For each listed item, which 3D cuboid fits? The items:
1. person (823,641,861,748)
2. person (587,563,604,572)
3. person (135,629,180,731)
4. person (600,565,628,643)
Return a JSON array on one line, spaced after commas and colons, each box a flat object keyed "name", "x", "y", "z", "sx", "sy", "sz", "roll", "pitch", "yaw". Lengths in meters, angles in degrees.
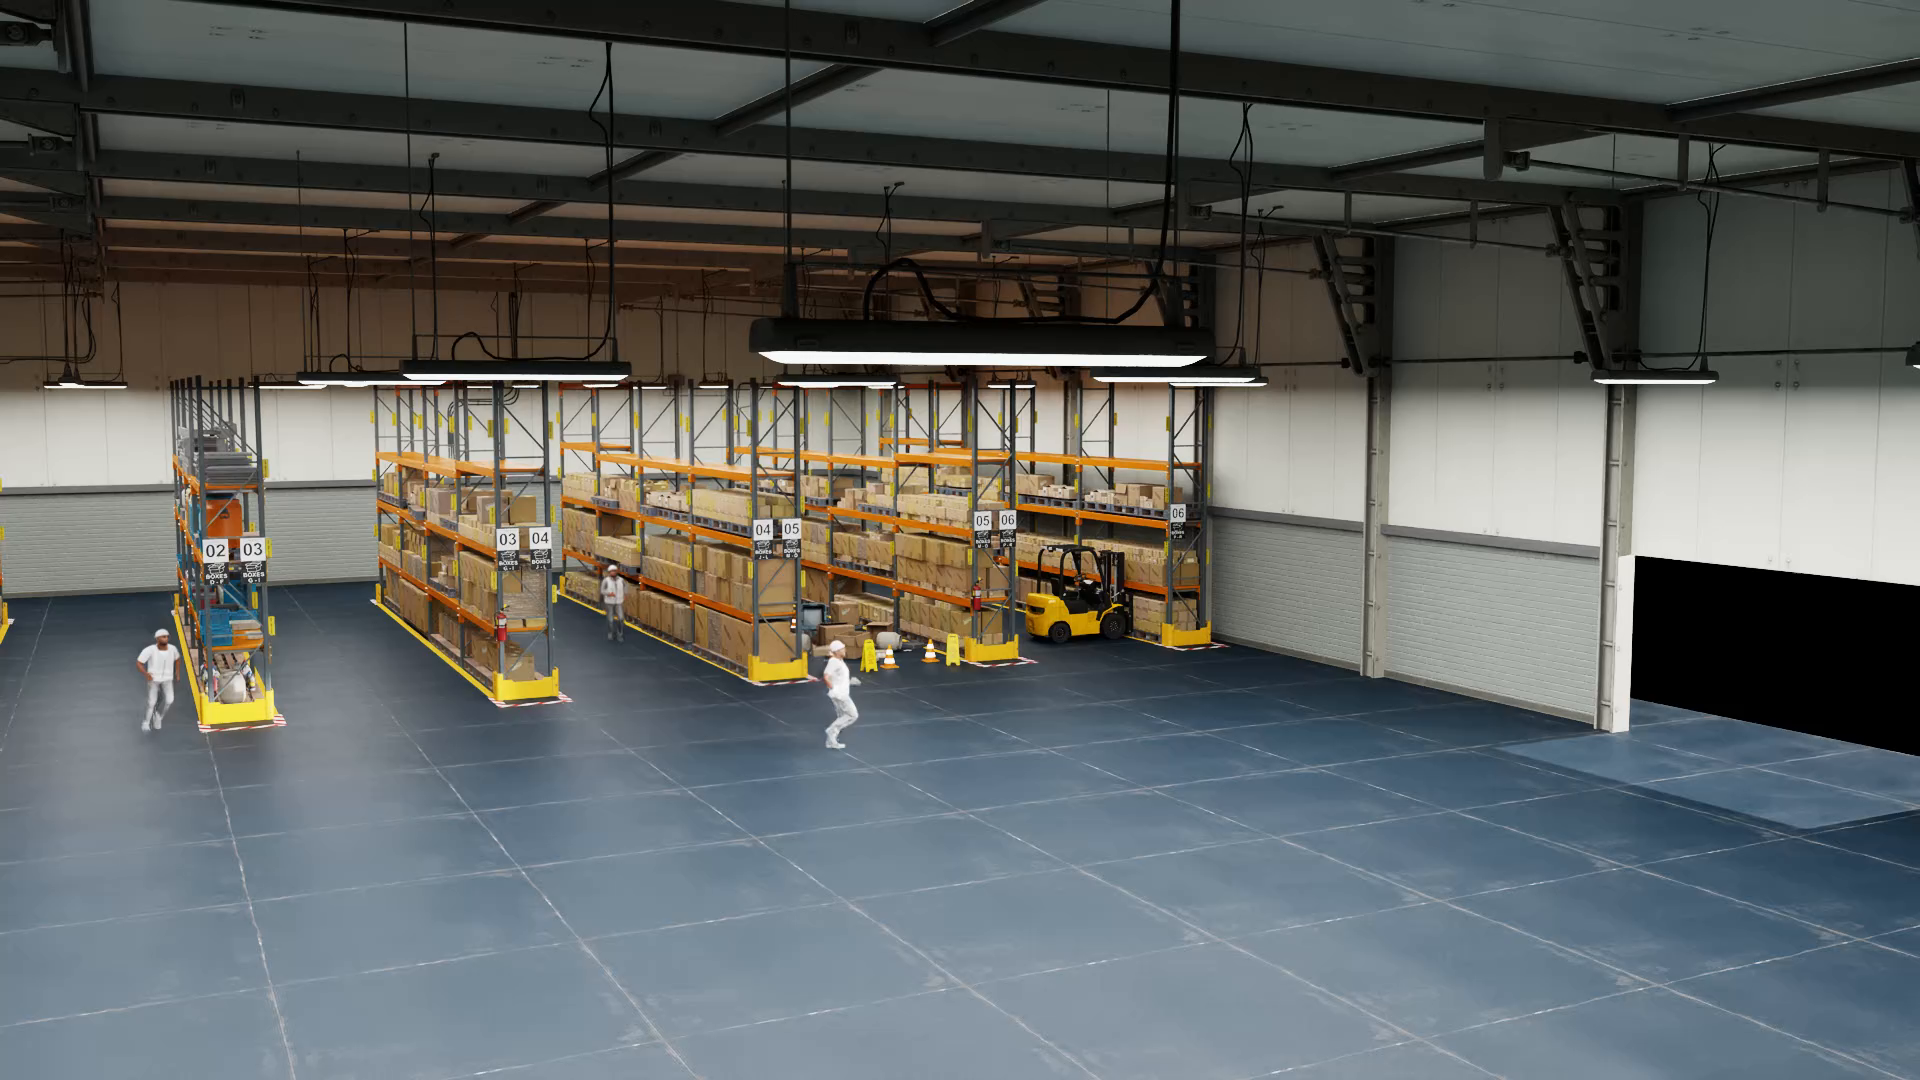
[{"name": "person", "x": -1.887, "y": 2.478, "z": 26.673, "sx": 0.597, "sy": 1.739, "sz": 0.675, "roll": 0, "pitch": 5, "yaw": -3}, {"name": "person", "x": -10.693, "y": 0.509, "z": 49.005, "sx": 0.721, "sy": 1.800, "sz": 0.672, "roll": -2, "pitch": 5, "yaw": -21}, {"name": "person", "x": -13.516, "y": 2.360, "z": 28.141, "sx": 0.765, "sy": 1.706, "sz": 0.590, "roll": -5, "pitch": 7, "yaw": -43}, {"name": "person", "x": -7.906, "y": 1.472, "z": 38.089, "sx": 0.669, "sy": 1.829, "sz": 0.726, "roll": -2, "pitch": 6, "yaw": -24}]
